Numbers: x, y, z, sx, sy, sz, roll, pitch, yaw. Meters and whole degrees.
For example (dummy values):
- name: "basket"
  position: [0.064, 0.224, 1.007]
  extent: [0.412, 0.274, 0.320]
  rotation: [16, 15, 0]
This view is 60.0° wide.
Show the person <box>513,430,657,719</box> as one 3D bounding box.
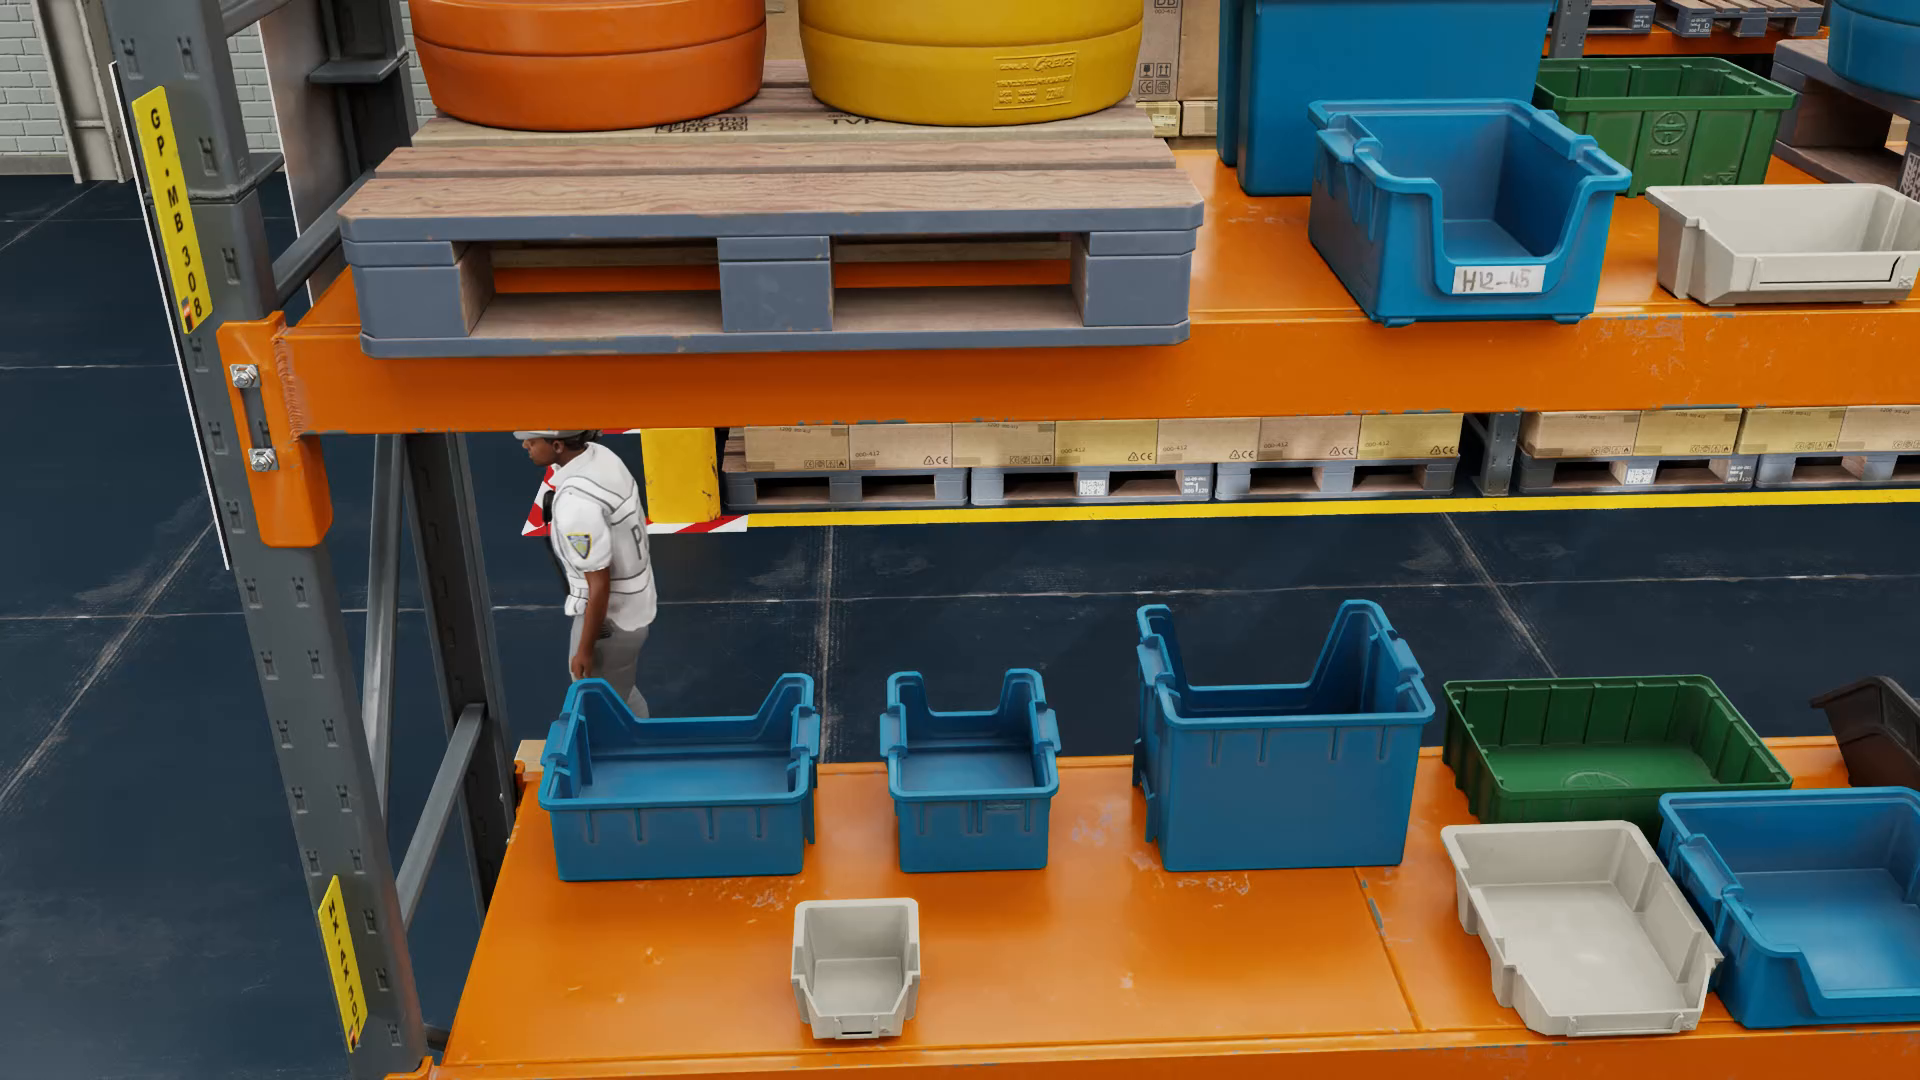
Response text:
- name: "person"
  position: [-1.222, 0.253, 5.634]
  extent: [0.392, 1.663, 0.529]
  rotation: [-3, 28, -5]
